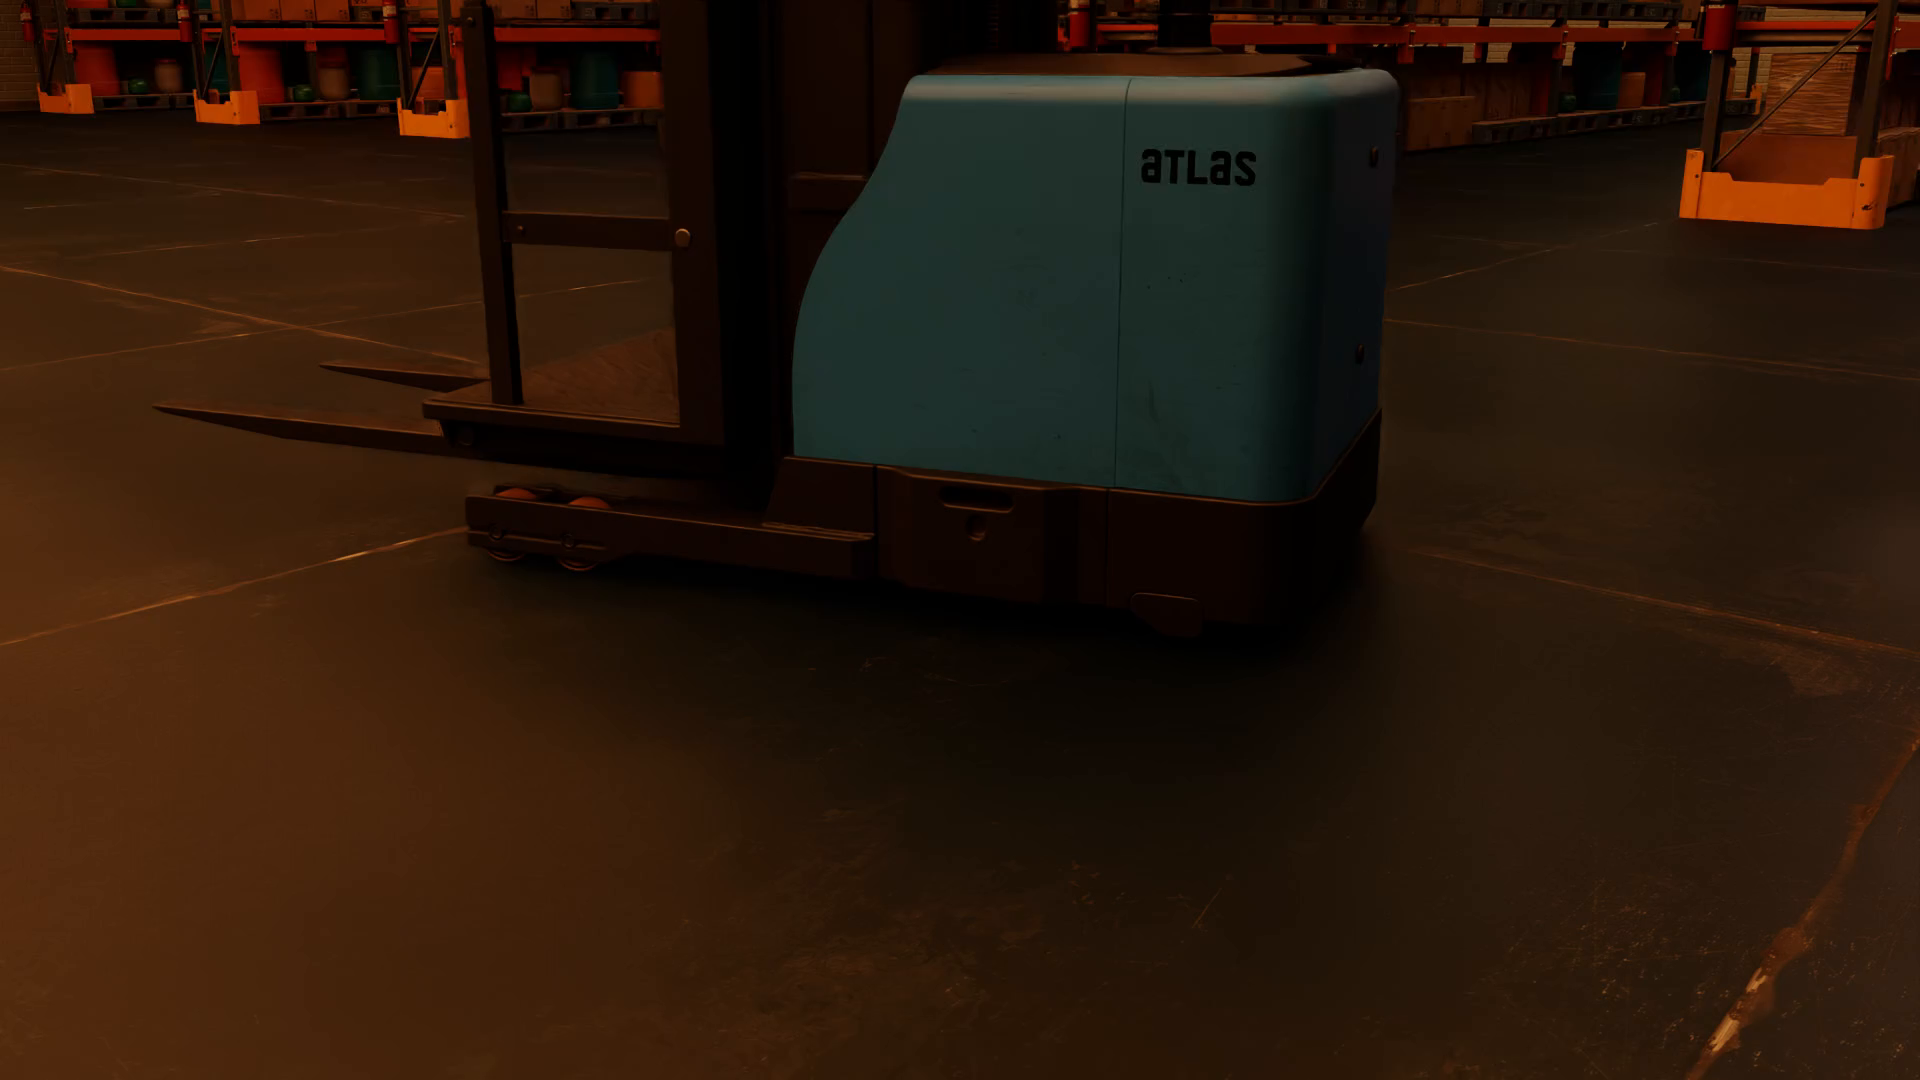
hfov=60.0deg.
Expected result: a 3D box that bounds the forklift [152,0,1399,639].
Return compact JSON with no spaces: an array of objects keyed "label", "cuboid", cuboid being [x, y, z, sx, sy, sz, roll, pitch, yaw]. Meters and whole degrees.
[{"label":"forklift","cuboid":[-0.576,-1.465,3.723,3.031,2.935,1.130,7,18,21]}]
